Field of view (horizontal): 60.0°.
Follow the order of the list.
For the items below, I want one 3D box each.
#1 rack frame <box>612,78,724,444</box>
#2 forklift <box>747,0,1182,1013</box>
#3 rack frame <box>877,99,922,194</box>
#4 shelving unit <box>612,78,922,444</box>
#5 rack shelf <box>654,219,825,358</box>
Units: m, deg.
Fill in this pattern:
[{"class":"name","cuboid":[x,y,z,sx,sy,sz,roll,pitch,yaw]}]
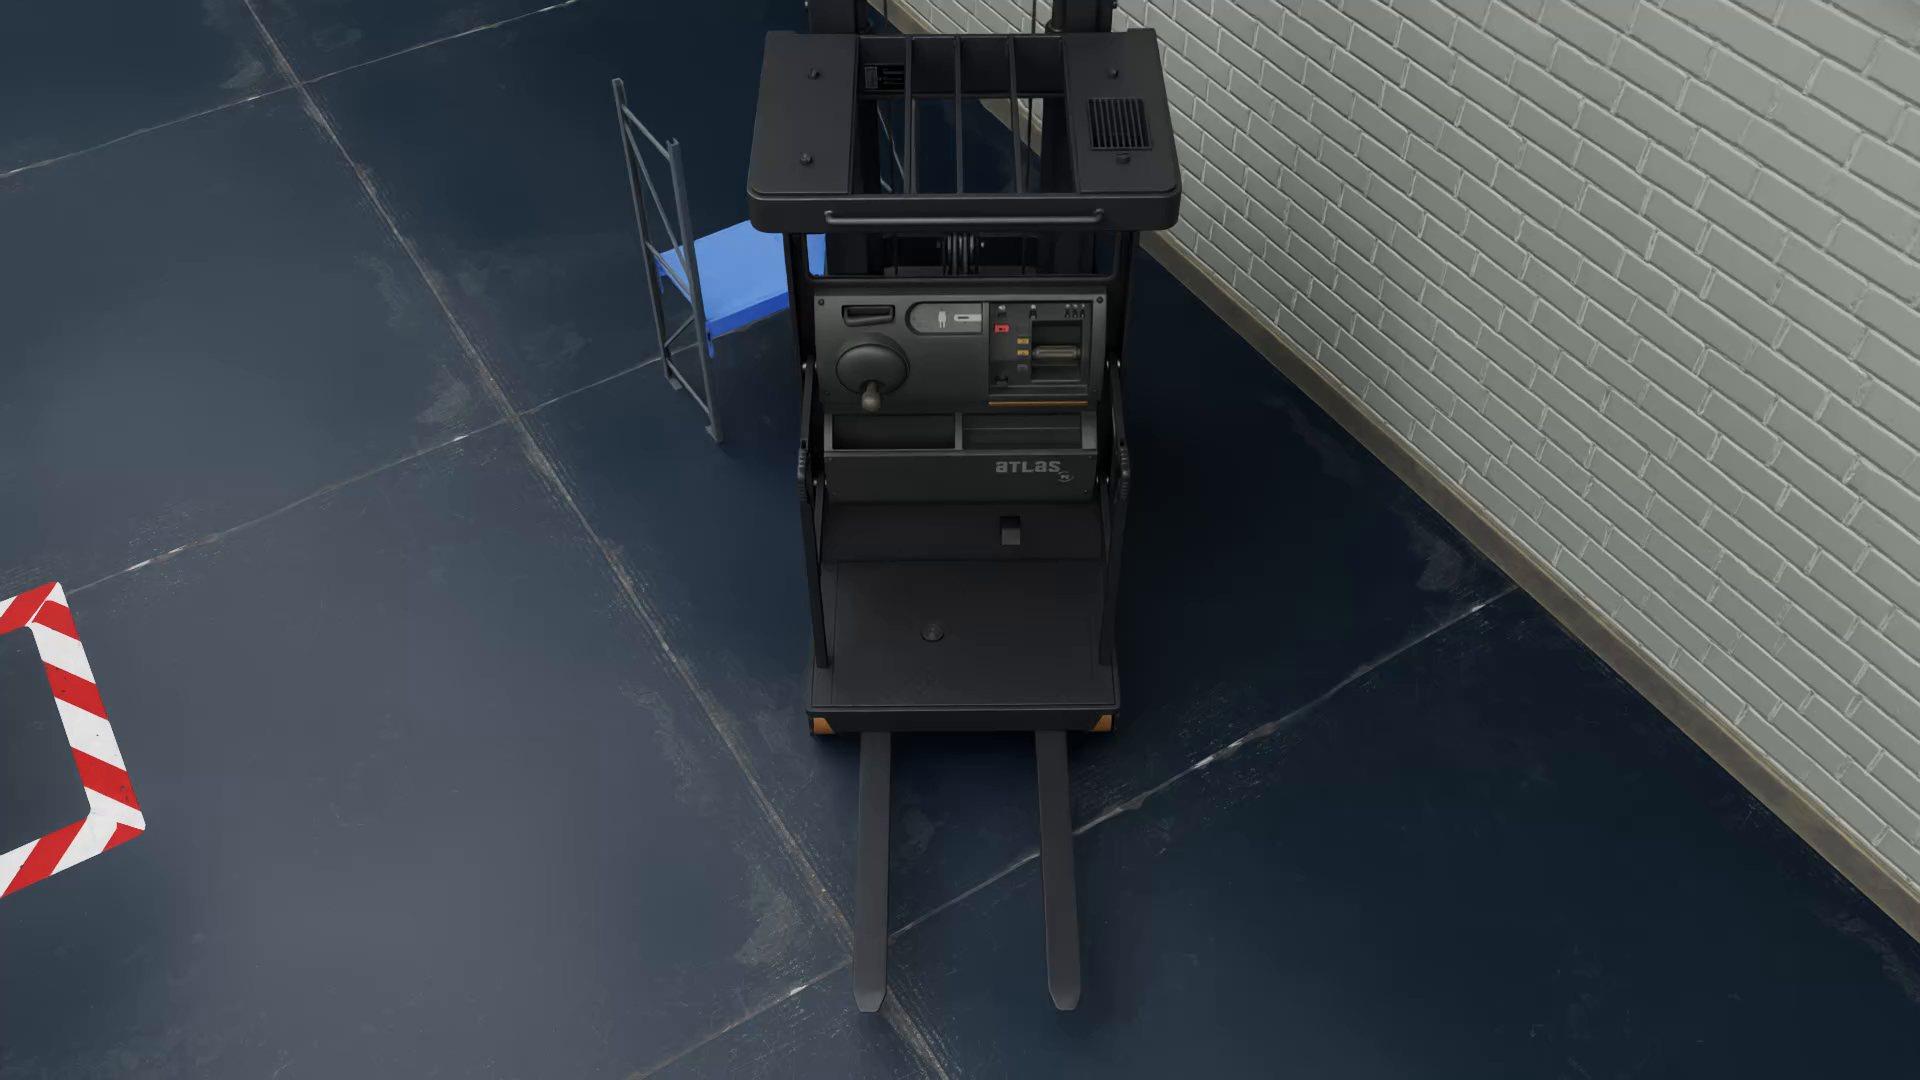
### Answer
[{"class":"rack frame","cuboid":[-1.154,-1.071,6.645,0.032,1.500,0.500,-26,53,-21]},{"class":"forklift","cuboid":[0.007,-0.510,5.187,1.130,2.935,3.031,0,48,0]},{"class":"rack frame","cuboid":[-0.303,-1.486,7.015,0.032,1.500,0.500,-26,53,-21]},{"class":"shelving unit","cuboid":[-0.728,-1.279,6.830,1.048,1.500,0.538,-26,53,-21]},{"class":"rack shelf","cuboid":[-0.728,-1.159,6.964,1.000,0.185,0.538,-26,53,-21]}]
